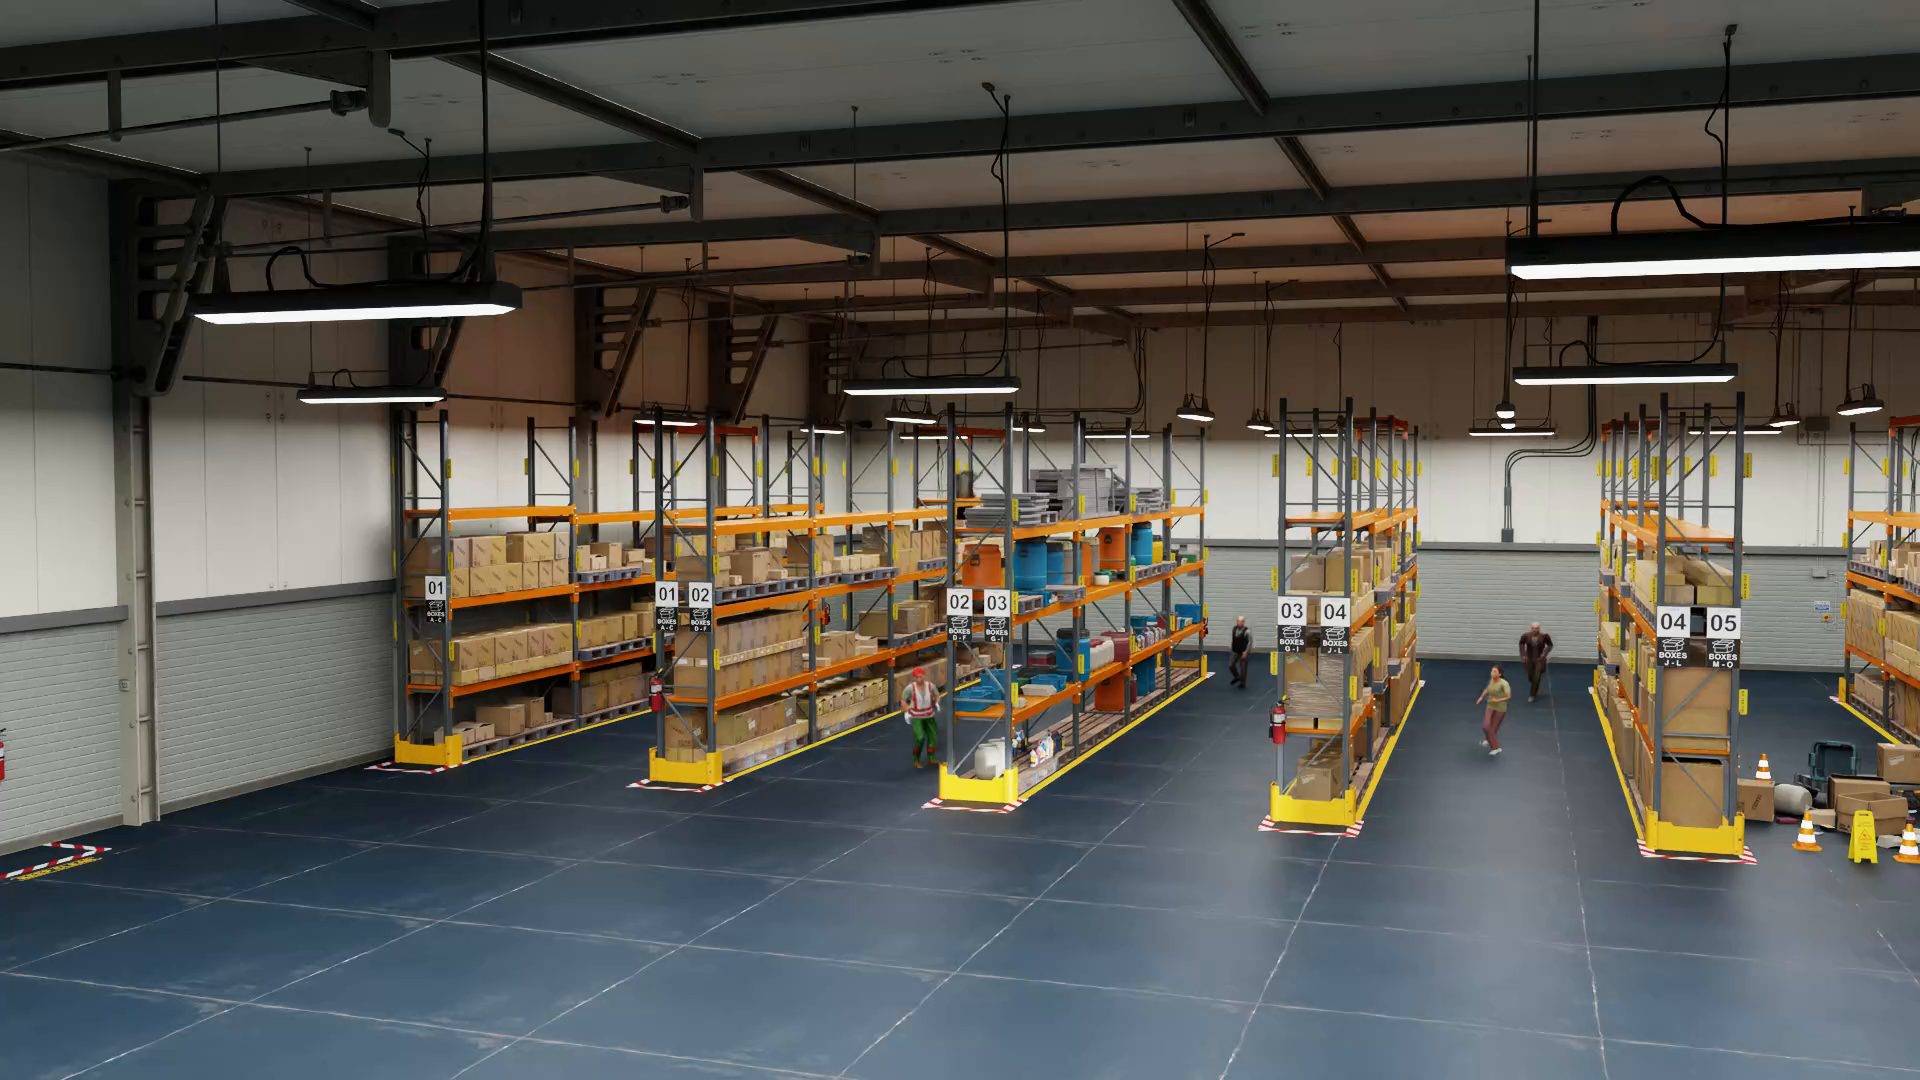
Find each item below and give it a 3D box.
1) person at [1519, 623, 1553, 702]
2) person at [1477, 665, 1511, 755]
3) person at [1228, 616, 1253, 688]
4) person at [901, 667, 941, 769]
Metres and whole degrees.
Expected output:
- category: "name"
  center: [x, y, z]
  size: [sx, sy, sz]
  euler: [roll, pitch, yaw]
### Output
- category: "person"
  center: [12.465, 2.627, 36.003]
  size: [0.700, 1.724, 0.832]
  euler: [1, 3, 18]
- category: "person"
  center: [9.439, 2.977, 29.269]
  size: [0.687, 1.609, 0.612]
  euler: [2, 3, 43]
- category: "person"
  center: [6.395, 2.599, 37.768]
  size: [0.650, 1.575, 0.682]
  euler: [2, 3, 36]
- category: "person"
  center: [-0.608, 2.971, 27.852]
  size: [0.698, 1.709, 0.743]
  euler: [-1, 3, -21]
